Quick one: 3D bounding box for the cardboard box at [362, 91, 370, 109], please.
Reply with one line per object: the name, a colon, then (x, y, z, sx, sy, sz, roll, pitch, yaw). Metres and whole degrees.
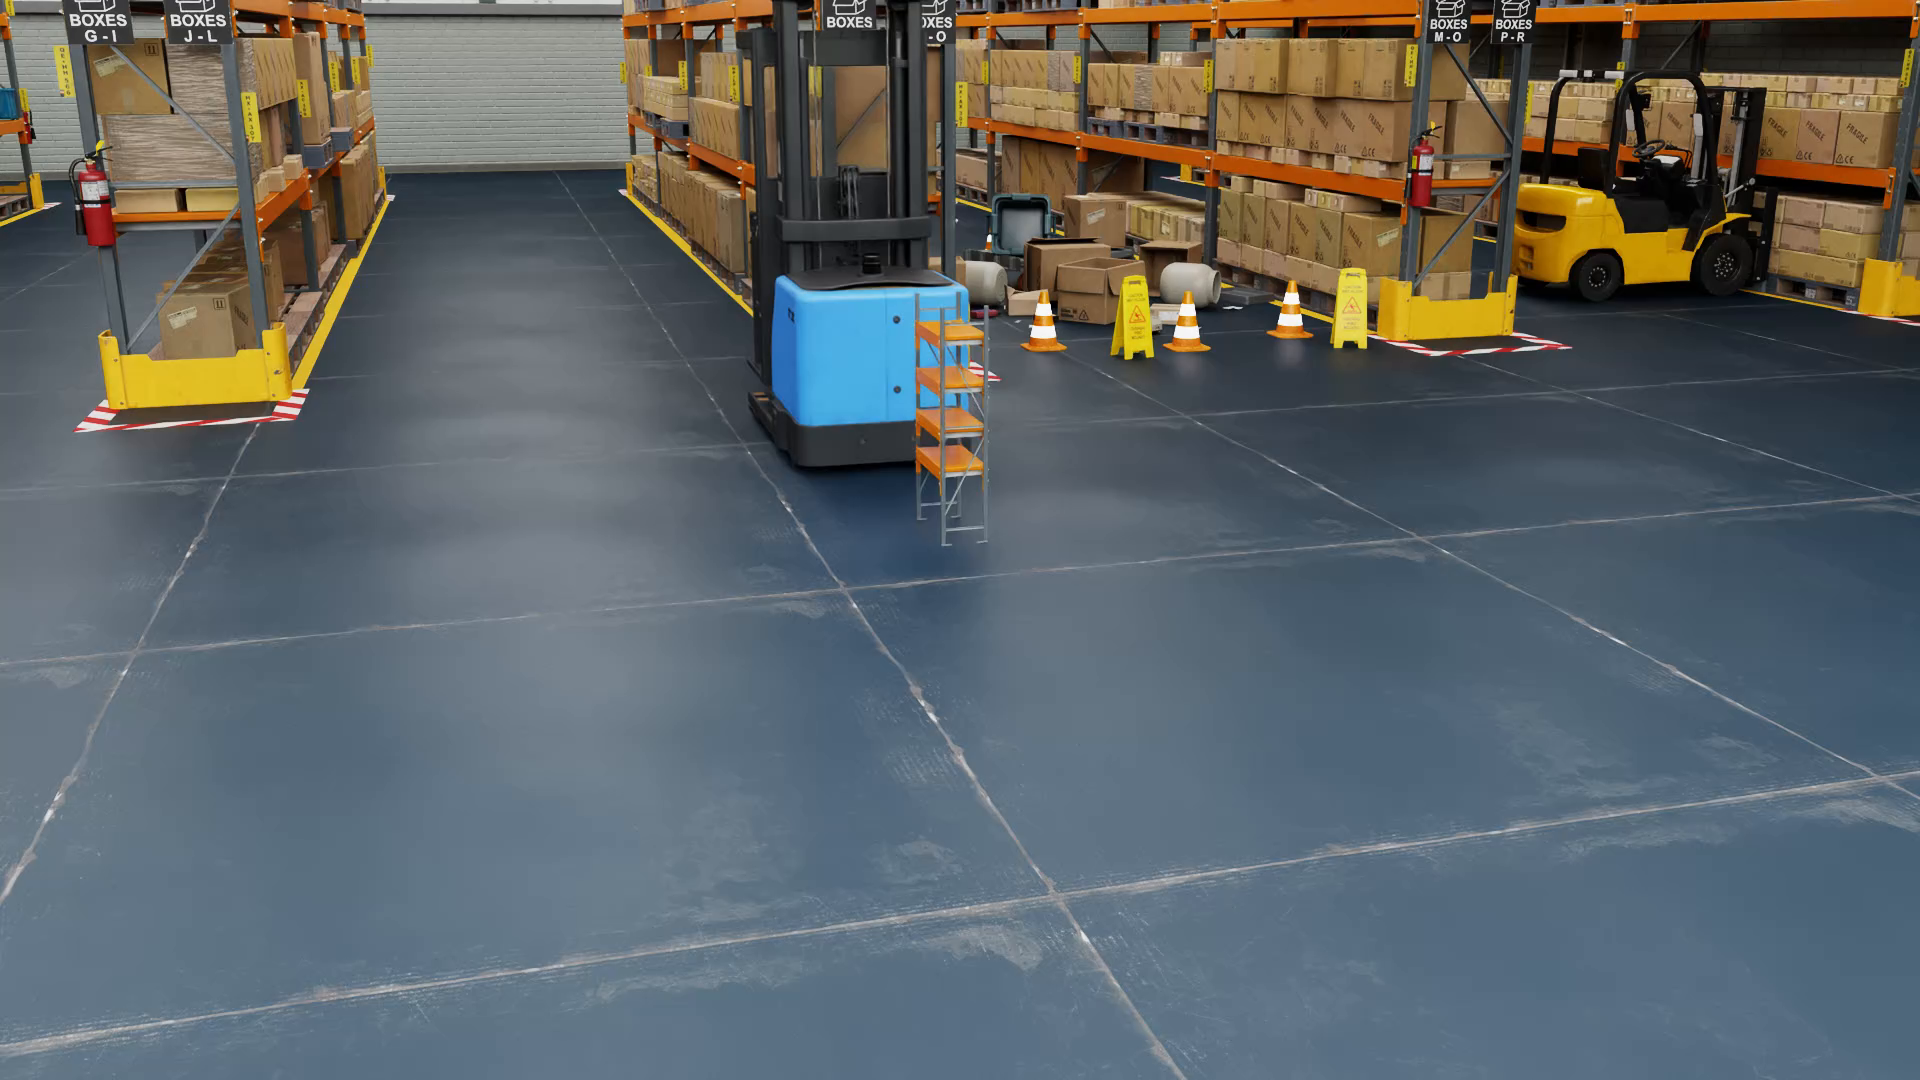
cardboard box: (-9.195, -6.647, 25.109, 0.500, 0.250, 0.500, -5, 17, -16)

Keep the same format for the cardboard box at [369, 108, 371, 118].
cardboard box: (-9.099, -6.426, 25.067, 0.380, 0.149, 0.250, -4, 17, -14)

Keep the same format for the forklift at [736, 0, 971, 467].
forklift: (-0.807, -2.209, 10.712, 1.130, 2.935, 3.031, -4, 17, -14)

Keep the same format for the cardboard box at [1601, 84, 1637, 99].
cardboard box: (7.568, -5.123, 18.990, 0.380, 0.149, 0.250, -4, 17, -13)

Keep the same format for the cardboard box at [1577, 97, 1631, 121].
cardboard box: (7.495, -4.970, 19.176, 0.500, 0.250, 0.500, -5, 17, -16)

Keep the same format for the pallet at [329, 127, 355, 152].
pallet: (-7.225, -4.336, 18.006, 1.213, 0.211, 1.003, -5, 17, -15)

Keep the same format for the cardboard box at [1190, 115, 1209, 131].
cardboard box: (2.697, -4.495, 17.909, 0.380, 0.149, 0.250, -4, 17, -14)

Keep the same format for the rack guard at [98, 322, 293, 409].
rack guard: (-5.346, -1.228, 11.670, 1.175, 0.500, 0.348, -5, 17, -15)

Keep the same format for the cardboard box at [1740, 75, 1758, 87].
cardboard box: (8.194, -4.659, 16.929, 0.380, 0.149, 0.250, -5, 17, -15)

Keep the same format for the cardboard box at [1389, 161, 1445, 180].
cardboard box: (3.895, -3.153, 14.172, 0.380, 0.149, 0.250, -4, 17, -13)

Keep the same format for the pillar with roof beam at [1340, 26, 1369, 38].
pillar with roof beam: (2.213, -9.697, 25.091, 9.100, 9.000, 0.400, -5, 17, -15)

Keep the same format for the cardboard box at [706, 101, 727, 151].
cardboard box: (-2.447, -4.465, 17.929, 0.500, 0.500, 0.500, -5, 17, -16)

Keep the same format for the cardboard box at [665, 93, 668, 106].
cardboard box: (-3.450, -5.451, 20.574, 0.380, 0.149, 0.250, -4, 17, -14)

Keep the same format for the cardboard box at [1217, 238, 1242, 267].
cardboard box: (3.007, -2.993, 17.252, 0.500, 0.250, 0.500, -6, 18, -18)

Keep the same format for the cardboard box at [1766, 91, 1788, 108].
cardboard box: (8.234, -4.366, 16.471, 0.380, 0.149, 0.250, -5, 17, -15)

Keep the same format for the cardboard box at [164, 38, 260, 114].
cardboard box: (-5.214, -3.247, 11.617, 0.500, 0.500, 0.500, -5, 17, -15)

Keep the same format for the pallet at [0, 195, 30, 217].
pallet: (-14.295, -4.871, 24.301, 1.003, 0.211, 1.213, -5, 17, -15)

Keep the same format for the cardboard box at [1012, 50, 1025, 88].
cardboard box: (1.052, -6.611, 23.336, 0.500, 0.500, 0.500, -5, 17, -17)

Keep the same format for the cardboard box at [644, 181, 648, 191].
cardboard box: (-4.651, -5.432, 25.548, 0.380, 0.149, 0.250, -5, 17, -15)

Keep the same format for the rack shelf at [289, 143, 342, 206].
rack shelf: (-6.974, -3.719, 16.869, 1.077, 0.370, 4.000, -5, 17, -15)

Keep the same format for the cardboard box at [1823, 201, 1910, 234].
cardboard box: (8.549, -3.046, 15.691, 0.500, 0.250, 0.500, -4, 17, -13)

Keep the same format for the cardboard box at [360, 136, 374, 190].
cardboard box: (-8.974, -5.344, 23.993, 0.875, 0.875, 0.875, -5, 17, -15)

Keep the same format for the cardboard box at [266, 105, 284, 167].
cardboard box: (-6.022, -3.300, 13.532, 0.875, 0.500, 0.500, -5, 17, -15)

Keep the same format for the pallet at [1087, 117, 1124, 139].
pallet: (2.303, -5.119, 20.614, 1.213, 0.211, 1.003, -5, 17, -15)

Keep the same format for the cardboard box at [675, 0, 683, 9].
cardboard box: (-3.128, -6.603, 19.832, 0.500, 0.500, 0.500, -5, 17, -15)

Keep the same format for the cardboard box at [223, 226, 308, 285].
cardboard box: (-6.572, -2.695, 15.791, 0.700, 0.500, 0.500, -6, 18, -20)

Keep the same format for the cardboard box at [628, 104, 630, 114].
cardboard box: (-5.151, -6.958, 26.838, 0.380, 0.149, 0.250, -5, 17, -16)

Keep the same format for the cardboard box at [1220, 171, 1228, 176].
cardboard box: (4.852, -6.594, 28.805, 0.700, 0.500, 0.500, -4, 17, -13)

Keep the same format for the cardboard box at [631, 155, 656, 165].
cardboard box: (-5.108, -6.142, 26.878, 0.380, 0.149, 0.250, -6, 18, -18)

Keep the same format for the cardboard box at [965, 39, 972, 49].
cardboard box: (0.298, -7.690, 25.800, 0.380, 0.149, 0.250, -5, 17, -16)

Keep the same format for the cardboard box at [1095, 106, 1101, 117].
cardboard box: (1.916, -5.376, 20.843, 0.380, 0.149, 0.250, -6, 18, -18)

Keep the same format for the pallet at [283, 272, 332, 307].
pallet: (-6.640, -2.390, 16.041, 1.003, 0.211, 1.213, -5, 17, -15)

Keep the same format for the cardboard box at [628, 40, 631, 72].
cardboard box: (-4.912, -7.579, 26.039, 0.500, 0.500, 0.500, -4, 17, -14)

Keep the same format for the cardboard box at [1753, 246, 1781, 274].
cardboard box: (8.286, -2.847, 16.766, 0.500, 0.250, 0.500, -5, 17, -15)

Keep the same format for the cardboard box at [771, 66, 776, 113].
cardboard box: (-1.127, -3.909, 14.115, 0.875, 0.550, 0.500, -5, 17, -15)

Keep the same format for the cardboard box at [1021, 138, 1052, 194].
cardboard box: (1.409, -5.276, 23.764, 0.875, 0.875, 0.875, -4, 17, -14)

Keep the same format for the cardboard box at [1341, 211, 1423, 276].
cardboard box: (3.733, -2.632, 14.745, 0.500, 0.500, 0.500, -5, 17, -15)

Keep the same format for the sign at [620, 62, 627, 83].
sign: (-5.447, -7.565, 26.918, 0.100, 0.325, 0.005, -5, 17, -15)

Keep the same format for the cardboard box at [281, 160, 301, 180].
cardboard box: (-5.836, -3.149, 14.159, 0.380, 0.149, 0.250, -5, 17, -15)

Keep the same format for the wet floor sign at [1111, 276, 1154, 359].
wet floor sign: (1.384, -1.789, 13.286, 0.267, 0.644, 0.232, -8, 18, -25)

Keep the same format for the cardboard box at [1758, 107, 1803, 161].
cardboard box: (8.313, -4.030, 16.480, 0.500, 0.500, 0.500, -5, 17, -16)

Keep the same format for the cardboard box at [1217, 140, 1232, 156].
cardboard box: (2.882, -4.061, 17.193, 0.380, 0.149, 0.250, -5, 17, -16)

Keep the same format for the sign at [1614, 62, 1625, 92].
sign: (7.357, -5.158, 18.535, 0.100, 0.325, 0.005, -5, 17, -15)

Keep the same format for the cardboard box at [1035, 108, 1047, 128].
cardboard box: (1.338, -5.728, 22.568, 0.500, 0.250, 0.500, -5, 17, -16)

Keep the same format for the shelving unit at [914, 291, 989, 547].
shelving unit: (-0.045, -0.620, 8.432, 0.258, 1.200, 0.503, -5, 17, -15)

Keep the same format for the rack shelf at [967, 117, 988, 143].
rack shelf: (0.356, -6.715, 26.844, 1.077, 0.370, 4.000, -5, 17, -15)

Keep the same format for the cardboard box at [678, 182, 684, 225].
cardboard box: (-3.298, -4.290, 21.135, 0.500, 0.500, 0.500, -4, 17, -13)

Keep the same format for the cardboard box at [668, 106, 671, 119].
cardboard box: (-3.371, -5.230, 20.357, 0.380, 0.149, 0.250, -5, 17, -15)

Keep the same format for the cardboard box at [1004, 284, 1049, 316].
cardboard box: (0.616, -2.235, 15.431, 0.396, 0.266, 0.258, -2, 17, -6)

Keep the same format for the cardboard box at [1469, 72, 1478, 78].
cardboard box: (6.785, -6.197, 22.965, 0.500, 0.500, 0.500, -4, 17, -13)

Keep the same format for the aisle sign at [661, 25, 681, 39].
aisle sign: (-4.657, -8.483, 26.958, 0.394, 0.787, 0.004, -5, 17, -15)

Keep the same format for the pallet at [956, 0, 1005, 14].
pallet: (0.359, -8.465, 26.357, 1.003, 0.211, 1.213, -5, 17, -15)

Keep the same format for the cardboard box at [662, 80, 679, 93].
cardboard box: (-3.518, -5.661, 20.758, 0.380, 0.149, 0.250, -4, 17, -14)

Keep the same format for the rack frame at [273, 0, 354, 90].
rack frame: (-8.623, -5.723, 22.290, 1.000, 3.000, 0.127, -5, 17, -15)

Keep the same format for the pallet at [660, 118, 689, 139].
pallet: (-3.025, -5.078, 20.475, 1.213, 0.211, 1.003, -5, 17, -15)

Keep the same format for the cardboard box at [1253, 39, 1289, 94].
cardboard box: (3.248, -4.540, 15.923, 0.700, 0.500, 0.500, -5, 17, -16)

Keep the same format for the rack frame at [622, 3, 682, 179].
rack frame: (-4.925, -7.194, 27.186, 1.000, 3.000, 0.127, -5, 17, -15)
